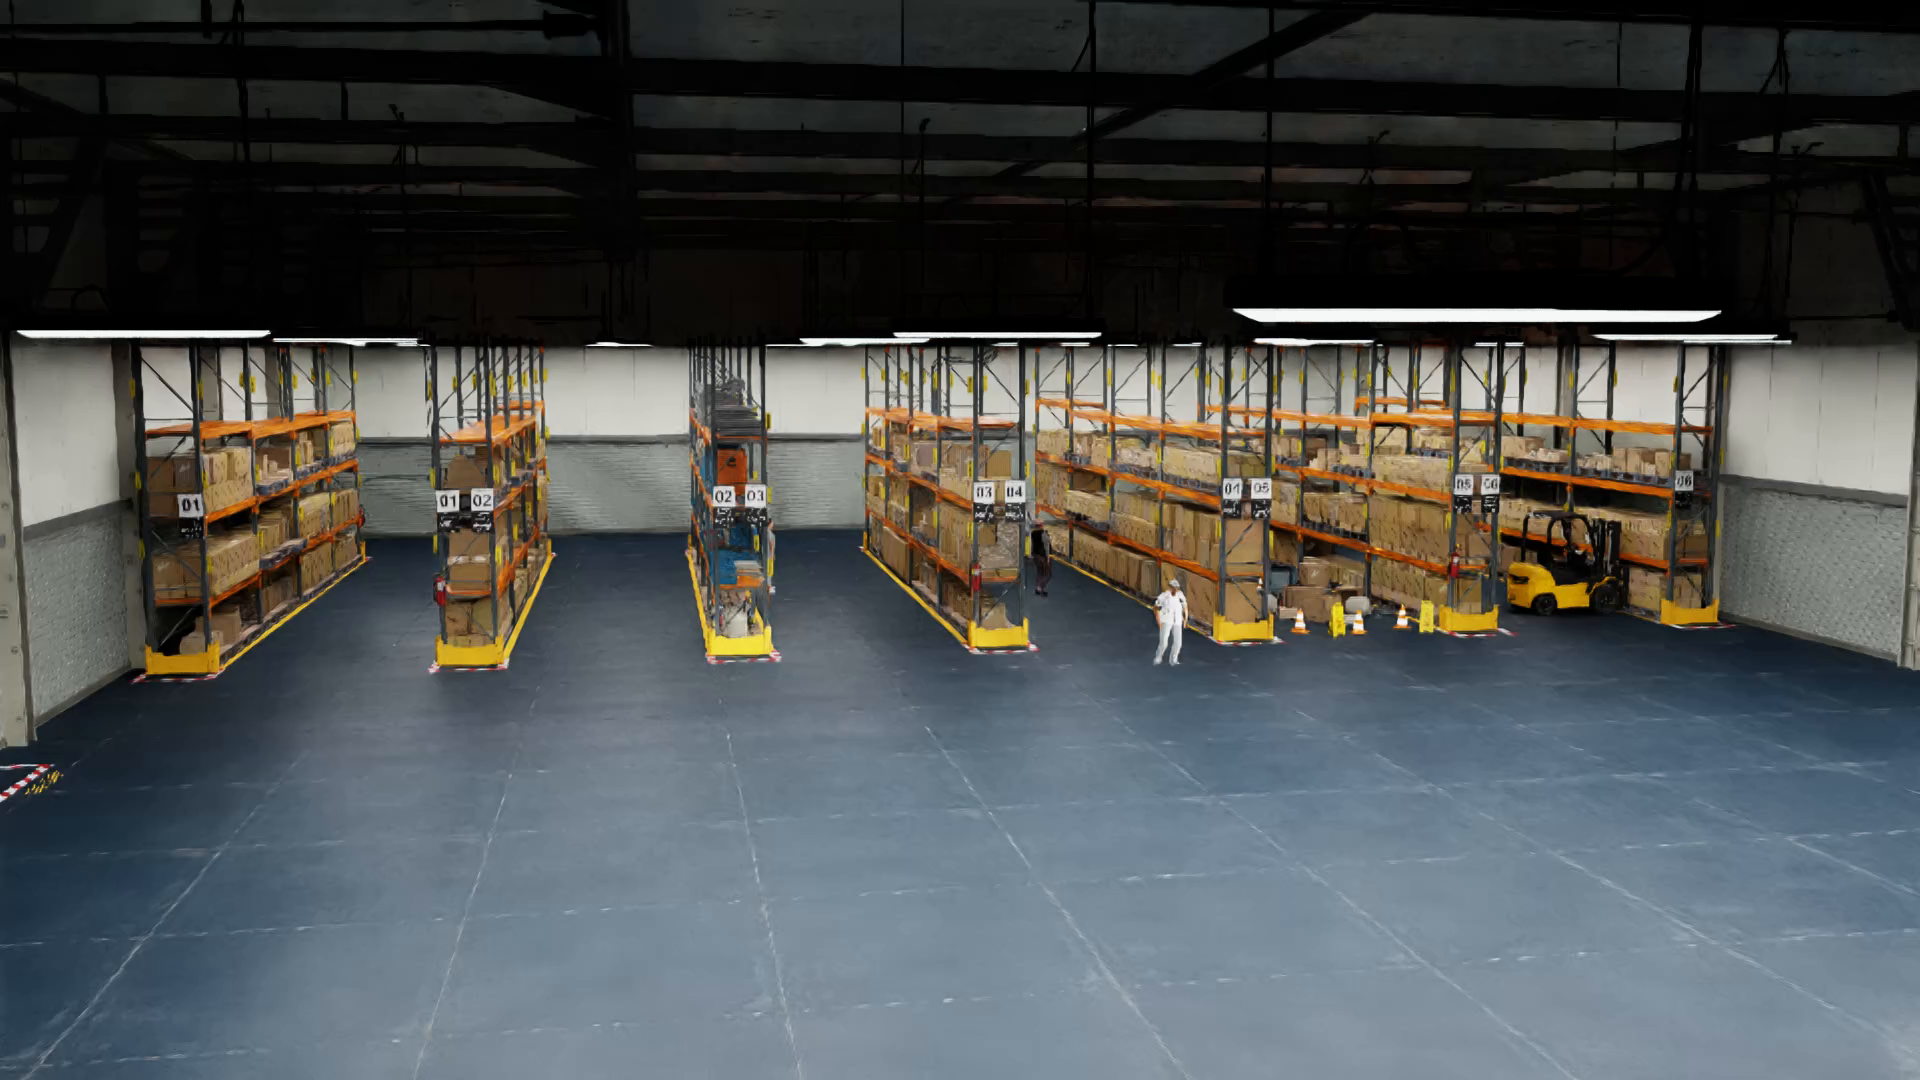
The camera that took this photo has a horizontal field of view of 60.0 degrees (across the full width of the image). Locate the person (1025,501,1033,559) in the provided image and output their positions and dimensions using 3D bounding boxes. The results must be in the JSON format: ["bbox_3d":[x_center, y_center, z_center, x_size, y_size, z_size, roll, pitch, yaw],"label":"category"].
[{"bbox_3d":[1.747,-0.290,45.420,0.496,1.584,1.072,-1,7,-7],"label":"person"}]

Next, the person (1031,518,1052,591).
[{"bbox_3d":[1.801,0.339,36.811,0.394,1.652,0.566,-5,8,-37],"label":"person"}]

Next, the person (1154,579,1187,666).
[{"bbox_3d":[3.815,1.492,30.075,0.625,1.611,0.582,-2,7,-13],"label":"person"}]

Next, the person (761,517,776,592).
[{"bbox_3d":[-4.287,0.322,37.346,0.391,1.663,0.556,-4,7,-29],"label":"person"}]

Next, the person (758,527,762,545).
[{"bbox_3d":[-5.813,-0.632,48.644,0.552,1.581,0.463,-6,9,-42],"label":"person"}]
